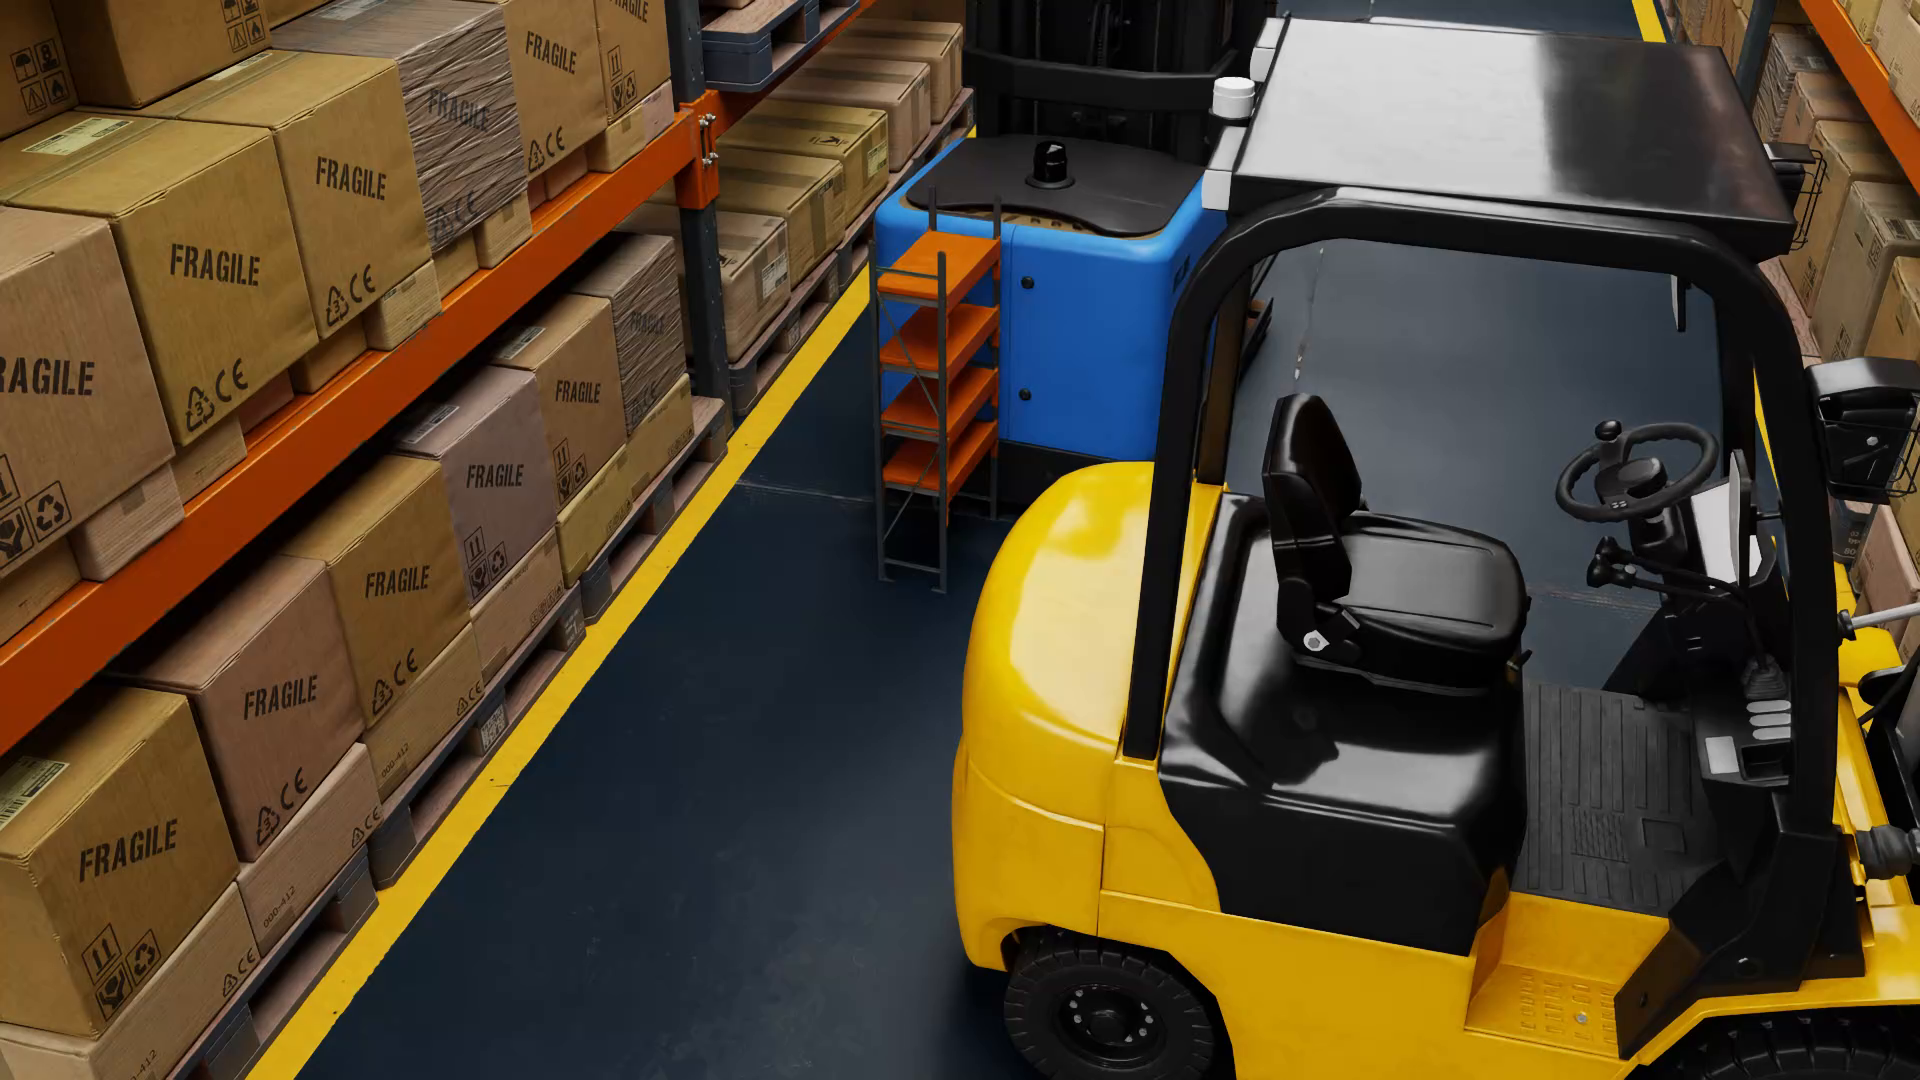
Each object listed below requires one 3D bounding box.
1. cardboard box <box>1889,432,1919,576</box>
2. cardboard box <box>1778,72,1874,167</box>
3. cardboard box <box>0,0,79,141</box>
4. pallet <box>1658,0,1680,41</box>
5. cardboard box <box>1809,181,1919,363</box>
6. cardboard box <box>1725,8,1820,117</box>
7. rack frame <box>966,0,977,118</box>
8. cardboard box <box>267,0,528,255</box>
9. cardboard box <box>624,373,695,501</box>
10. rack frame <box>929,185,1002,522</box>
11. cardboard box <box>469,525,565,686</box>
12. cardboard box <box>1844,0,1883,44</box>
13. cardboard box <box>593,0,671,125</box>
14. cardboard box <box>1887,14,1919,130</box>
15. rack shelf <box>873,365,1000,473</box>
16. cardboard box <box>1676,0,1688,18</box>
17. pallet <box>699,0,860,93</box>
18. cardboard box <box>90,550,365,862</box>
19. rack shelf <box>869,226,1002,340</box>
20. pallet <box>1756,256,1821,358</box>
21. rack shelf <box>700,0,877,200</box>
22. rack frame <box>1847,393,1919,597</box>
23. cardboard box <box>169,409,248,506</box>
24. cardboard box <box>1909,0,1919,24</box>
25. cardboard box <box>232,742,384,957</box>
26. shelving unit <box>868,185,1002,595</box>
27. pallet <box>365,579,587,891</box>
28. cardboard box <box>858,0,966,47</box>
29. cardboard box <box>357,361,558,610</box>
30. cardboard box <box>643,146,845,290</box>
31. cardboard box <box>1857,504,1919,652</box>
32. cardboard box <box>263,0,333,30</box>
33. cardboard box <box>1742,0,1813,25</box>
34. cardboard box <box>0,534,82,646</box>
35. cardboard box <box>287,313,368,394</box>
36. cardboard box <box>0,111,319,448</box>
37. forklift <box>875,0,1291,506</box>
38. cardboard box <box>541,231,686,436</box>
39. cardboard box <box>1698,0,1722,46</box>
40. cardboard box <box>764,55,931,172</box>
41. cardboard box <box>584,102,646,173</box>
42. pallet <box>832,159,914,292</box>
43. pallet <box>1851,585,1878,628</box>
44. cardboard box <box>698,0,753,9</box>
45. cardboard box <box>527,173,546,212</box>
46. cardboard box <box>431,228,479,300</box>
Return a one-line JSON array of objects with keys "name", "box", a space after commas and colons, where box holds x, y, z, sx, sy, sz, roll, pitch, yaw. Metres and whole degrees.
[{"name": "cardboard box", "box": [3.013, -0.063, 4.759, 0.500, 0.250, 0.500, 8, 33, 12]}, {"name": "cardboard box", "box": [4.120, -1.633, 7.345, 0.875, 0.625, 0.625, 9, 34, 14]}, {"name": "cardboard box", "box": [-2.299, -1.067, 3.330, 0.700, 0.500, 0.500, 8, 33, 12]}, {"name": "pallet", "box": [5.295, -3.592, 11.203, 1.003, 0.211, 1.213, 8, 33, 12]}, {"name": "cardboard box", "box": [3.760, -0.893, 6.181, 0.875, 0.625, 0.625, 8, 33, 12]}, {"name": "cardboard box", "box": [4.349, -2.491, 8.811, 0.500, 0.500, 0.500, 9, 34, 14]}, {"name": "rack frame", "box": [-0.353, -3.794, 8.922, 1.000, 3.000, 0.127, 8, 33, 12]}, {"name": "cardboard box", "box": [-1.491, -1.083, 4.288, 0.500, 0.500, 0.500, 9, 34, 14]}, {"name": "cardboard box", "box": [-1.258, -0.392, 5.742, 0.500, 0.250, 0.500, 10, 34, 15]}, {"name": "rack frame", "box": [0.016, -0.597, 5.570, 0.240, 1.200, 0.015, 11, 34, 17]}, {"name": "cardboard box", "box": [-1.517, 0.149, 4.891, 0.500, 0.250, 0.500, 9, 33, 13]}, {"name": "cardboard box", "box": [3.711, -2.062, 6.338, 0.500, 0.250, 0.500, 9, 34, 14]}, {"name": "cardboard box", "box": [-1.240, -1.621, 5.134, 0.500, 0.500, 0.500, 7, 33, 11]}, {"name": "cardboard box", "box": [3.432, -1.540, 5.516, 0.500, 0.250, 0.500, 8, 33, 12]}, {"name": "rack shelf", "box": [-0.070, -0.417, 5.413, 0.258, 0.148, 0.480, 11, 34, 17]}, {"name": "cardboard box", "box": [4.868, -3.562, 10.495, 0.500, 0.500, 0.500, 7, 33, 11]}, {"name": "pallet", "box": [-1.033, -2.014, 6.301, 1.003, 0.211, 1.213, 8, 33, 12]}, {"name": "cardboard box", "box": [-1.777, 0.359, 3.862, 0.500, 0.500, 0.500, 7, 33, 11]}, {"name": "rack shelf", "box": [-0.070, -0.806, 5.166, 0.258, 0.148, 0.480, 11, 34, 17]}, {"name": "pallet", "box": [3.891, -0.890, 6.954, 1.003, 0.211, 1.213, 8, 33, 12]}, {"name": "rack shelf", "box": [-0.860, -2.452, 7.482, 1.077, 0.370, 4.000, 8, 33, 12]}, {"name": "rack frame", "box": [3.435, -1.044, 4.597, 1.000, 3.000, 0.127, 8, 33, 12]}, {"name": "cardboard box", "box": [-1.758, -0.208, 3.516, 0.380, 0.149, 0.250, 9, 34, 14]}, {"name": "cardboard box", "box": [3.435, -1.749, 5.380, 0.500, 0.250, 0.500, 7, 33, 11]}, {"name": "cardboard box", "box": [-1.774, 0.696, 4.031, 0.500, 0.250, 0.500, 9, 34, 14]}, {"name": "shelving unit", "box": [-0.070, -0.474, 5.377, 0.258, 1.200, 0.503, 11, 34, 17]}, {"name": "pallet", "box": [-1.811, 0.447, 4.850, 1.003, 0.211, 1.213, 8, 33, 12]}, {"name": "cardboard box", "box": [-0.097, -3.422, 9.925, 0.875, 0.875, 0.875, 8, 33, 12]}, {"name": "cardboard box", "box": [-1.514, -0.179, 4.708, 0.500, 0.500, 0.500, 10, 34, 15]}, {"name": "cardboard box", "box": [-1.058, -1.432, 7.265, 0.950, 0.372, 0.625, 10, 34, 15]}, {"name": "cardboard box", "box": [2.991, 0.145, 4.898, 0.500, 0.250, 0.500, 8, 33, 13]}, {"name": "cardboard box", "box": [-1.993, -1.590, 4.153, 0.700, 0.500, 0.500, 7, 33, 11]}, {"name": "cardboard box", "box": [4.330, -2.807, 8.703, 0.380, 0.149, 0.250, 6, 33, 10]}, {"name": "cardboard box", "box": [-1.900, 0.056, 3.100, 0.380, 0.149, 0.250, 7, 33, 11]}, {"name": "cardboard box", "box": [-1.654, -0.486, 3.953, 0.380, 0.149, 0.250, 7, 33, 11]}, {"name": "cardboard box", "box": [-1.738, -0.552, 3.452, 0.500, 0.500, 0.500, 7, 33, 11]}, {"name": "forklift", "box": [0.694, -2.071, 6.275, 1.130, 2.935, 3.031, 11, 34, 17]}, {"name": "cardboard box", "box": [-1.258, -0.708, 5.540, 0.500, 0.500, 0.500, 8, 33, 12]}, {"name": "cardboard box", "box": [4.616, -3.021, 9.645, 0.500, 0.500, 0.500, 9, 34, 14]}, {"name": "cardboard box", "box": [-0.685, -2.186, 8.451, 0.950, 0.372, 0.625, 7, 33, 11]}, {"name": "cardboard box", "box": [-1.211, -1.273, 5.191, 0.380, 0.149, 0.250, 9, 33, 13]}, {"name": "pallet", "box": [-0.864, -1.581, 8.040, 1.003, 0.211, 1.213, 8, 33, 12]}, {"name": "pallet", "box": [3.192, 0.539, 4.705, 1.003, 0.211, 1.213, 8, 33, 12]}, {"name": "cardboard box", "box": [-0.922, -2.033, 5.995, 0.380, 0.149, 0.250, 8, 33, 13]}, {"name": "cardboard box", "box": [-1.429, -1.021, 4.795, 0.380, 0.149, 0.250, 8, 33, 12]}, {"name": "cardboard box", "box": [-1.503, -0.747, 4.364, 0.380, 0.149, 0.250, 7, 33, 12]}]
